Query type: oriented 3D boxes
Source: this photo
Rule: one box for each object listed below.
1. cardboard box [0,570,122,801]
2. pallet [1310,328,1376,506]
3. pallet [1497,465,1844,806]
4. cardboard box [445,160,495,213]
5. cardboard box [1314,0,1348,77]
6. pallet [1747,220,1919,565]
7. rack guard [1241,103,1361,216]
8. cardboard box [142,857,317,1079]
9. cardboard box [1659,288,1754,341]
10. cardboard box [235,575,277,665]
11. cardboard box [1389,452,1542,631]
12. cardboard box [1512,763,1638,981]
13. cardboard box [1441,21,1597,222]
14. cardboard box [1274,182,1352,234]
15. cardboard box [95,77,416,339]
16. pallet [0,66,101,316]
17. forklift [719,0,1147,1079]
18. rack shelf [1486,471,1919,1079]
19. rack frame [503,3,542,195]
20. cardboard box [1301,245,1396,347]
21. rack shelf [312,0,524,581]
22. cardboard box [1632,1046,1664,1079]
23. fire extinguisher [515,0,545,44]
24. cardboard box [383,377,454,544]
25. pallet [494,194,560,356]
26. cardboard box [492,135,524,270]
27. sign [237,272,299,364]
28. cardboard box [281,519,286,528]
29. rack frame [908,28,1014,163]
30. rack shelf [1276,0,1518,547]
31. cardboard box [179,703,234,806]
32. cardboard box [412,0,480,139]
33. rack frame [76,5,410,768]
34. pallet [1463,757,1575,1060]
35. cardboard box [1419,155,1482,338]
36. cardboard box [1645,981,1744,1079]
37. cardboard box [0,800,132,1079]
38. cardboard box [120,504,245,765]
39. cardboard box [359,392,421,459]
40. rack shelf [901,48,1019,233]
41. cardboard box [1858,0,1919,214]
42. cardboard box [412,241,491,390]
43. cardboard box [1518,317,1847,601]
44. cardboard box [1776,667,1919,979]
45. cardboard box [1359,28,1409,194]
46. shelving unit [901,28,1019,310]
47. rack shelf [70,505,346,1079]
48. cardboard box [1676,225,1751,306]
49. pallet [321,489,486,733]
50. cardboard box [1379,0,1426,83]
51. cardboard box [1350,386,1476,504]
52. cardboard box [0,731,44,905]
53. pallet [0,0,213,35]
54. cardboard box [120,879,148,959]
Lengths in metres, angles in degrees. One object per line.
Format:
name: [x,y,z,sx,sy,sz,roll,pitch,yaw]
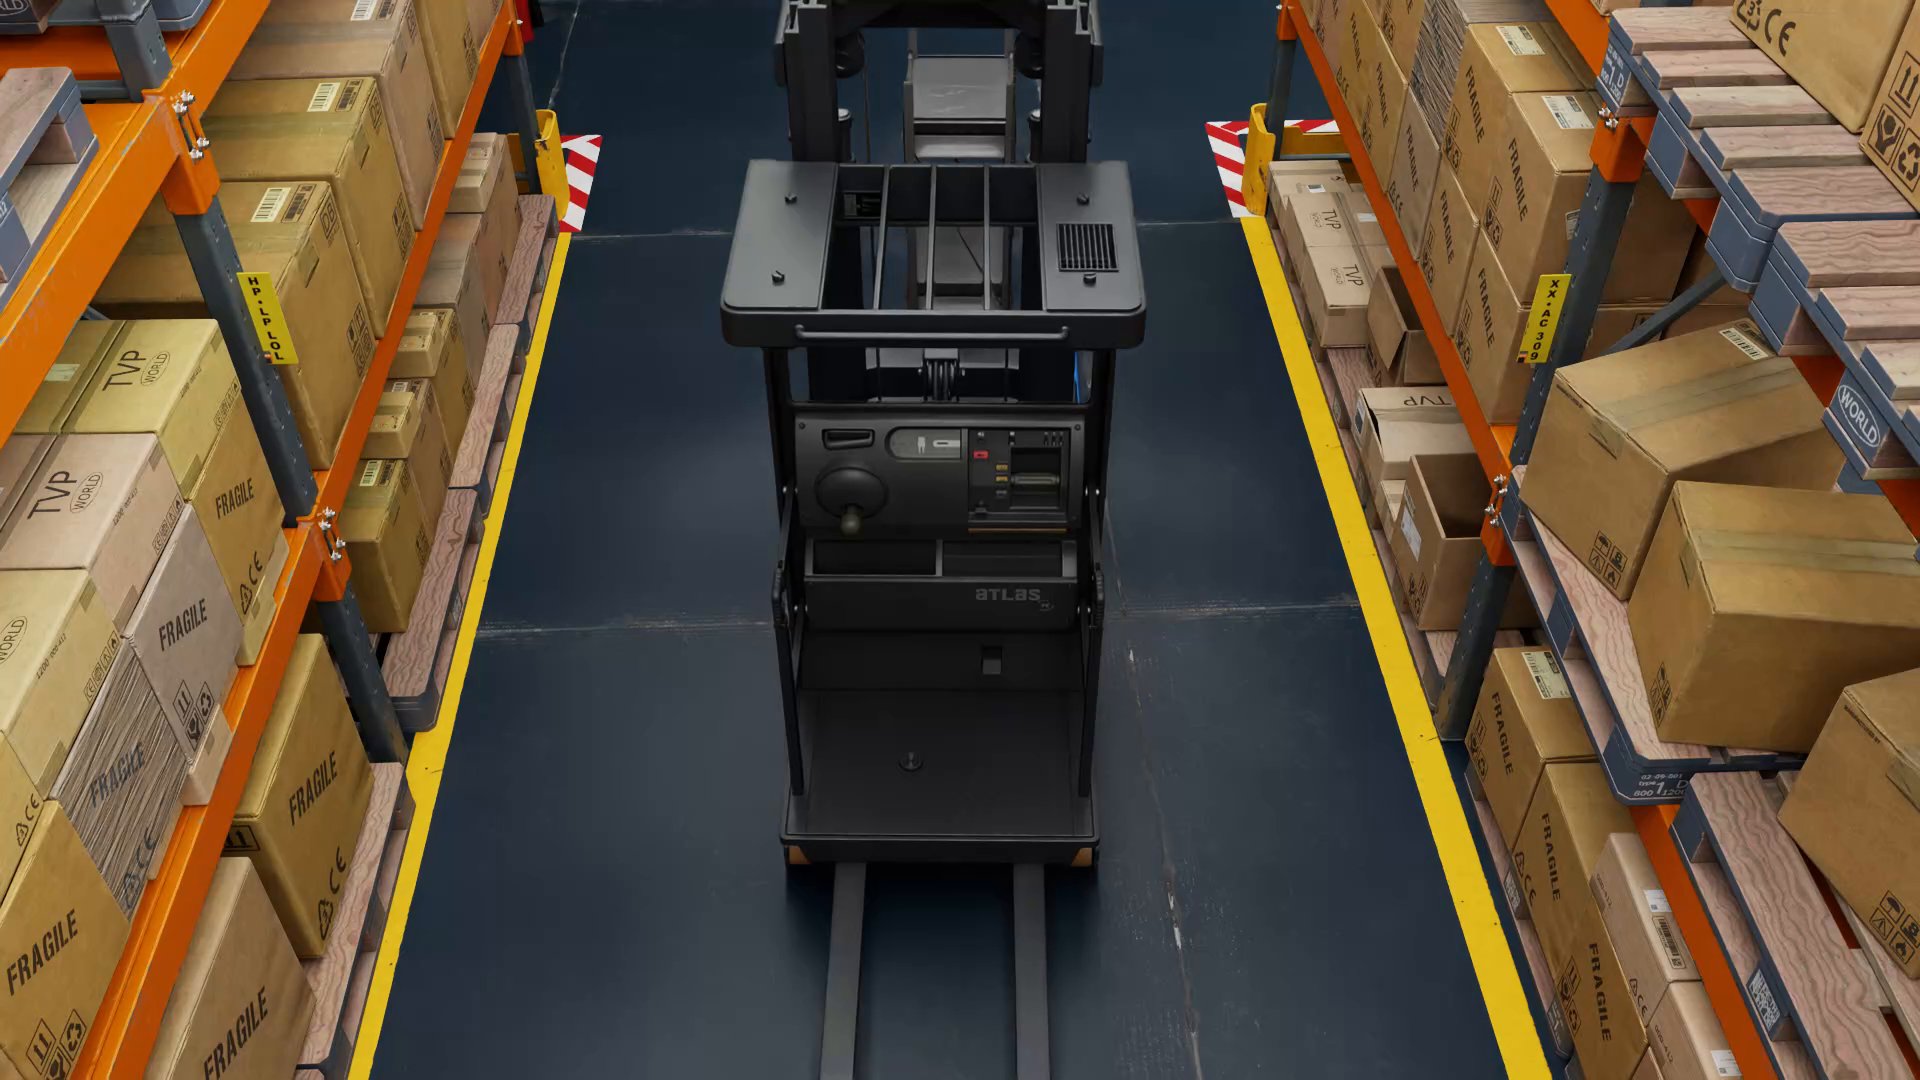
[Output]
cardboard box: [-2.294,0.330,3.806,0.500,0.250,0.500,-1,43,-1]
pallet: [2.262,-0.643,7.796,1.003,0.211,1.213,-2,43,-2]
pallet: [2.270,0.231,4.920,1.003,0.211,1.213,-2,43,-2]
cardboard box: [-2.445,-1.687,7.929,0.380,0.149,0.250,-1,43,-1]
cardboard box: [1.958,-2.464,7.644,0.500,0.500,0.500,-2,43,-2]
pallet: [2.350,-0.276,3.251,1.213,0.211,1.003,-2,43,-2]
rack guard: [2.179,-2.110,9.182,1.175,0.500,0.348,-2,43,-2]
cardboard box: [-2.405,1.435,4.744,0.750,0.750,0.750,0,43,0]
cardboard box: [2.596,-0.771,5.797,0.500,0.500,0.500,-1,43,-1]
cardboard box: [-2.272,0.238,4.942,0.380,0.149,0.250,-1,43,-1]
cardboard box: [2.038,0.001,6.554,0.500,0.500,0.500,-2,43,-2]
cardboard box: [2.156,1.071,5.386,0.500,0.500,0.500,-1,43,-1]
cardboard box: [2.041,-1.467,5.817,0.500,0.500,0.500,-2,43,-3]
cardboard box: [1.861,-1.739,8.698,0.380,0.166,0.250,-2,43,-2]
cardboard box: [-2.636,-1.208,6.126,0.980,0.700,0.700,-3,43,-3]
pallet: [-2.515,-0.655,3.666,0.805,0.209,1.217,-3,43,-4]
forklift: [-0.065,-0.125,5.217,1.130,2.935,3.031,0,43,0]
rack shelf: [2.430,1.233,4.217,1.077,0.370,4.000,-2,43,-2]
rack frame: [-2.773,-2.938,8.235,1.000,3.000,0.127,-2,43,-2]
cardboard box: [1.958,-1.181,8.028,0.500,0.250,0.500,-2,43,-2]
rack shelf: [-2.688,-1.322,7.005,1.077,0.370,4.000,-2,43,-2]
cardboard box: [2.191,1.749,4.646,0.500,0.500,0.500,-3,43,-3]
fire extinguisher: [-2.319,-2.887,8.513,0.296,0.674,0.183,-2,43,-2]
cardboard box: [-2.551,-0.318,6.916,0.700,0.500,0.500,-2,43,-2]
pallet: [-2.661,-1.372,8.591,1.003,0.211,1.213,-2,43,-2]
cardboard box: [-2.644,-1.701,8.425,0.700,0.500,0.500,-2,43,-2]
sign: [-2.062,-0.657,4.949,0.100,0.325,0.005,-2,43,-2]
cardboard box: [-2.725,-0.114,6.214,0.380,0.149,0.250,-2,43,-2]
rack frame: [0.003,-1.182,6.985,0.400,2.100,0.015,0,43,0]
rack shelf: [2.261,-1.467,7.163,1.077,0.370,4.000,-2,43,-2]
cardboard box: [-2.236,0.591,4.557,0.380,0.149,0.250,-2,43,-2]
cardboard box: [-2.700,-2.213,7.223,0.980,0.700,0.700,-2,43,-2]
rack frame: [-2.604,-0.237,5.289,1.000,3.000,0.127,-2,43,-2]
pallet: [2.418,1.194,5.791,1.003,0.211,1.213,-2,43,-2]
cardboard box: [2.045,-1.097,6.153,0.500,0.500,0.500,-1,43,-1]
cardboard box: [2.187,1.448,4.420,0.500,0.250,0.500,-2,43,-3]
cardboard box: [-2.261,0.934,3.703,0.500,0.500,0.500,-1,43,-1]
cardboard box: [-2.301,0.257,4.440,0.500,0.500,0.500,-1,43,-1]
cardboard box: [-2.365,-0.454,6.585,0.380,0.149,0.250,0,43,0]
rack shelf: [0.001,-1.523,6.342,0.431,0.518,0.480,0,43,0]
cardboard box: [2.344,-0.924,3.359,0.600,0.600,0.600,-2,43,-2]
cardboard box: [-2.600,-1.024,7.686,0.700,0.500,0.500,-3,43,-3]
cardboard box: [2.142,-0.247,4.915,0.700,0.500,0.500,-15,45,-16]
cardboard box: [2.482,0.617,3.972,0.700,0.500,0.500,-12,44,-13]
cardboard box: [1.996,-1.788,6.906,0.500,0.500,0.500,-1,43,-1]
shelving unit: [0.001,-1.017,6.805,0.431,2.100,0.503,0,43,0]
rack shelf: [-2.519,1.378,4.059,1.077,0.370,4.000,-2,43,-2]
cardboard box: [2.607,-1.114,5.431,0.500,0.500,0.500,-1,43,-1]
pallet: [-2.558,0.275,6.794,1.003,0.211,1.213,-2,43,-2]
cardboard box: [2.000,-2.147,6.559,0.500,0.500,0.500,-2,43,-2]
cardboard box: [2.006,-0.436,7.170,0.500,0.311,0.500,-2,43,-2]
cardboard box: [-2.272,0.674,3.431,0.500,0.250,0.500,-2,43,-3]
pallet: [-2.628,-1.863,4.908,1.003,0.211,1.213,-2,43,-2]
cardboard box: [-2.296,0.927,4.190,0.380,0.149,0.250,-3,43,-3]
